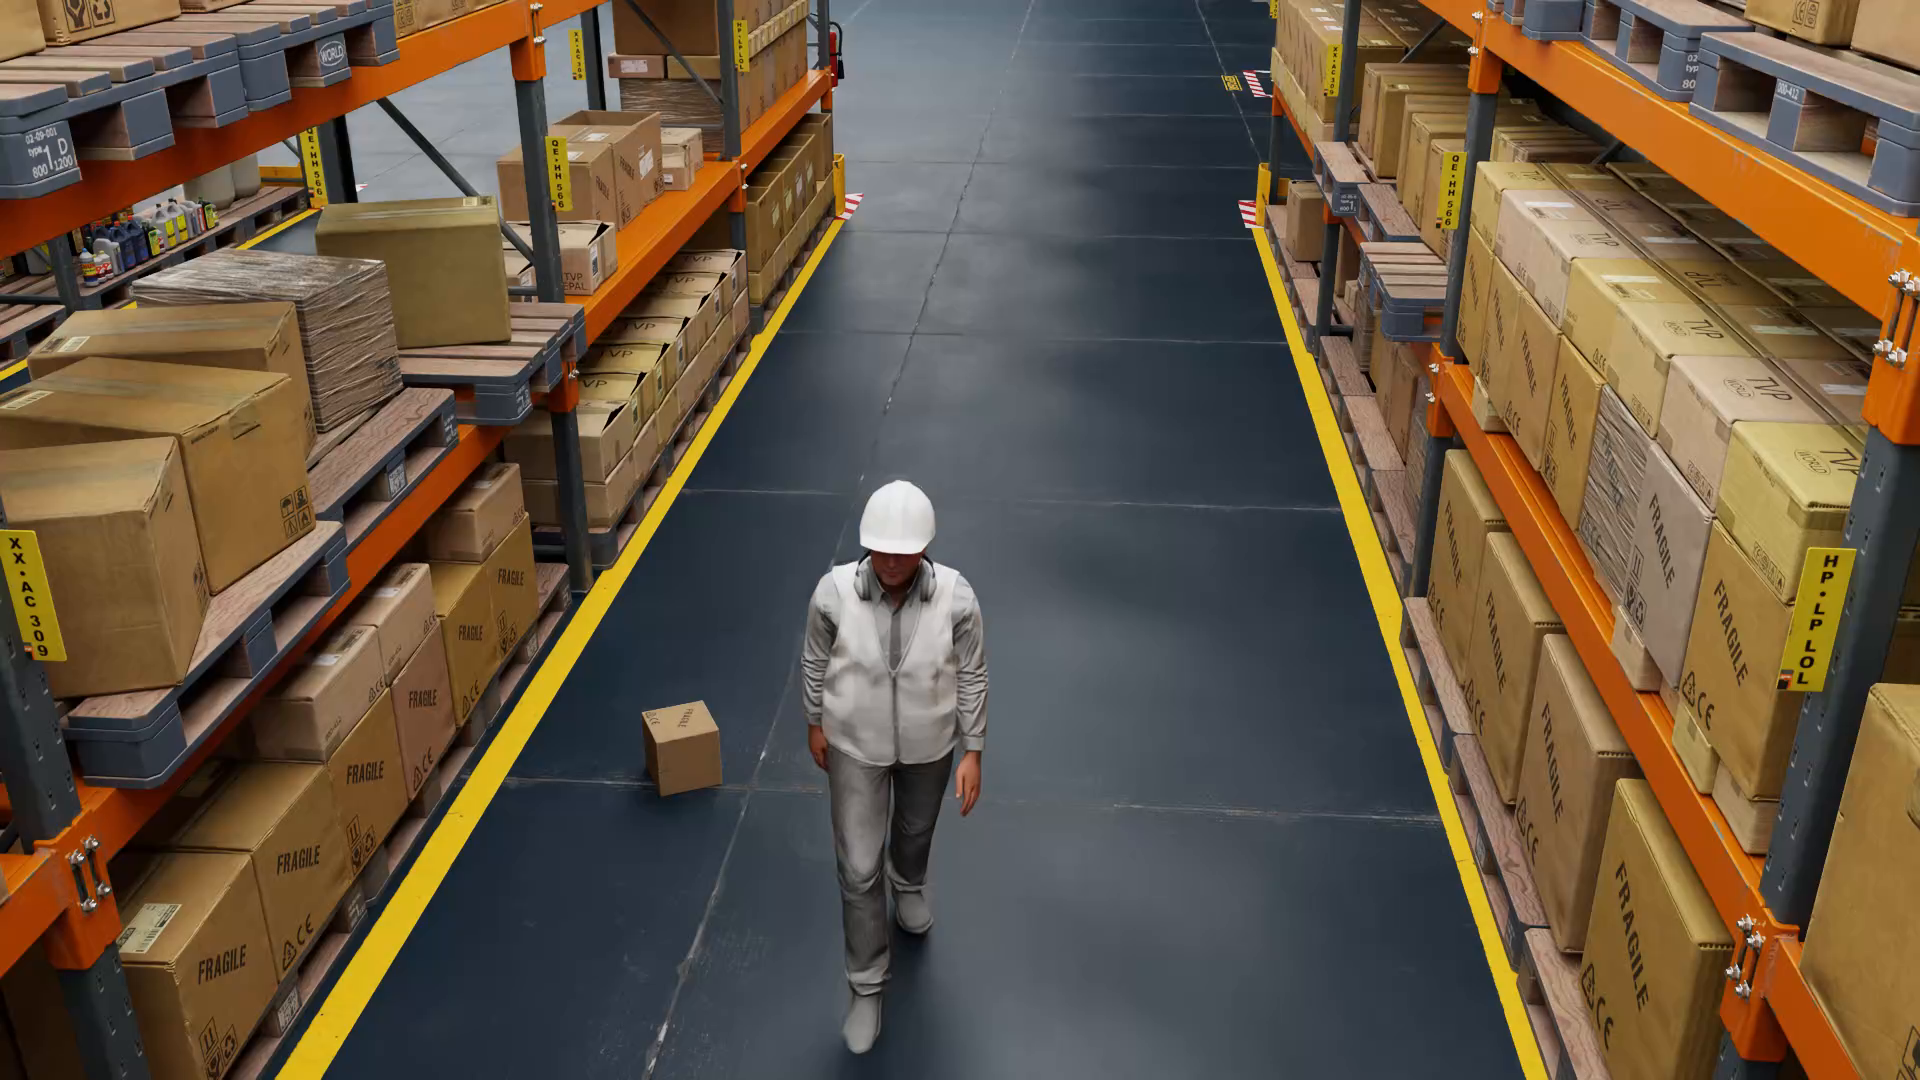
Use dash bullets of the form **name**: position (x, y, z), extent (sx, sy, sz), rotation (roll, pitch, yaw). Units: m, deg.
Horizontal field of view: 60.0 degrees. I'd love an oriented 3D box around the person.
- **person**: position (-0.201, 0.634, 5.203), extent (0.564, 1.802, 0.795), rotation (-3, 25, -7)
